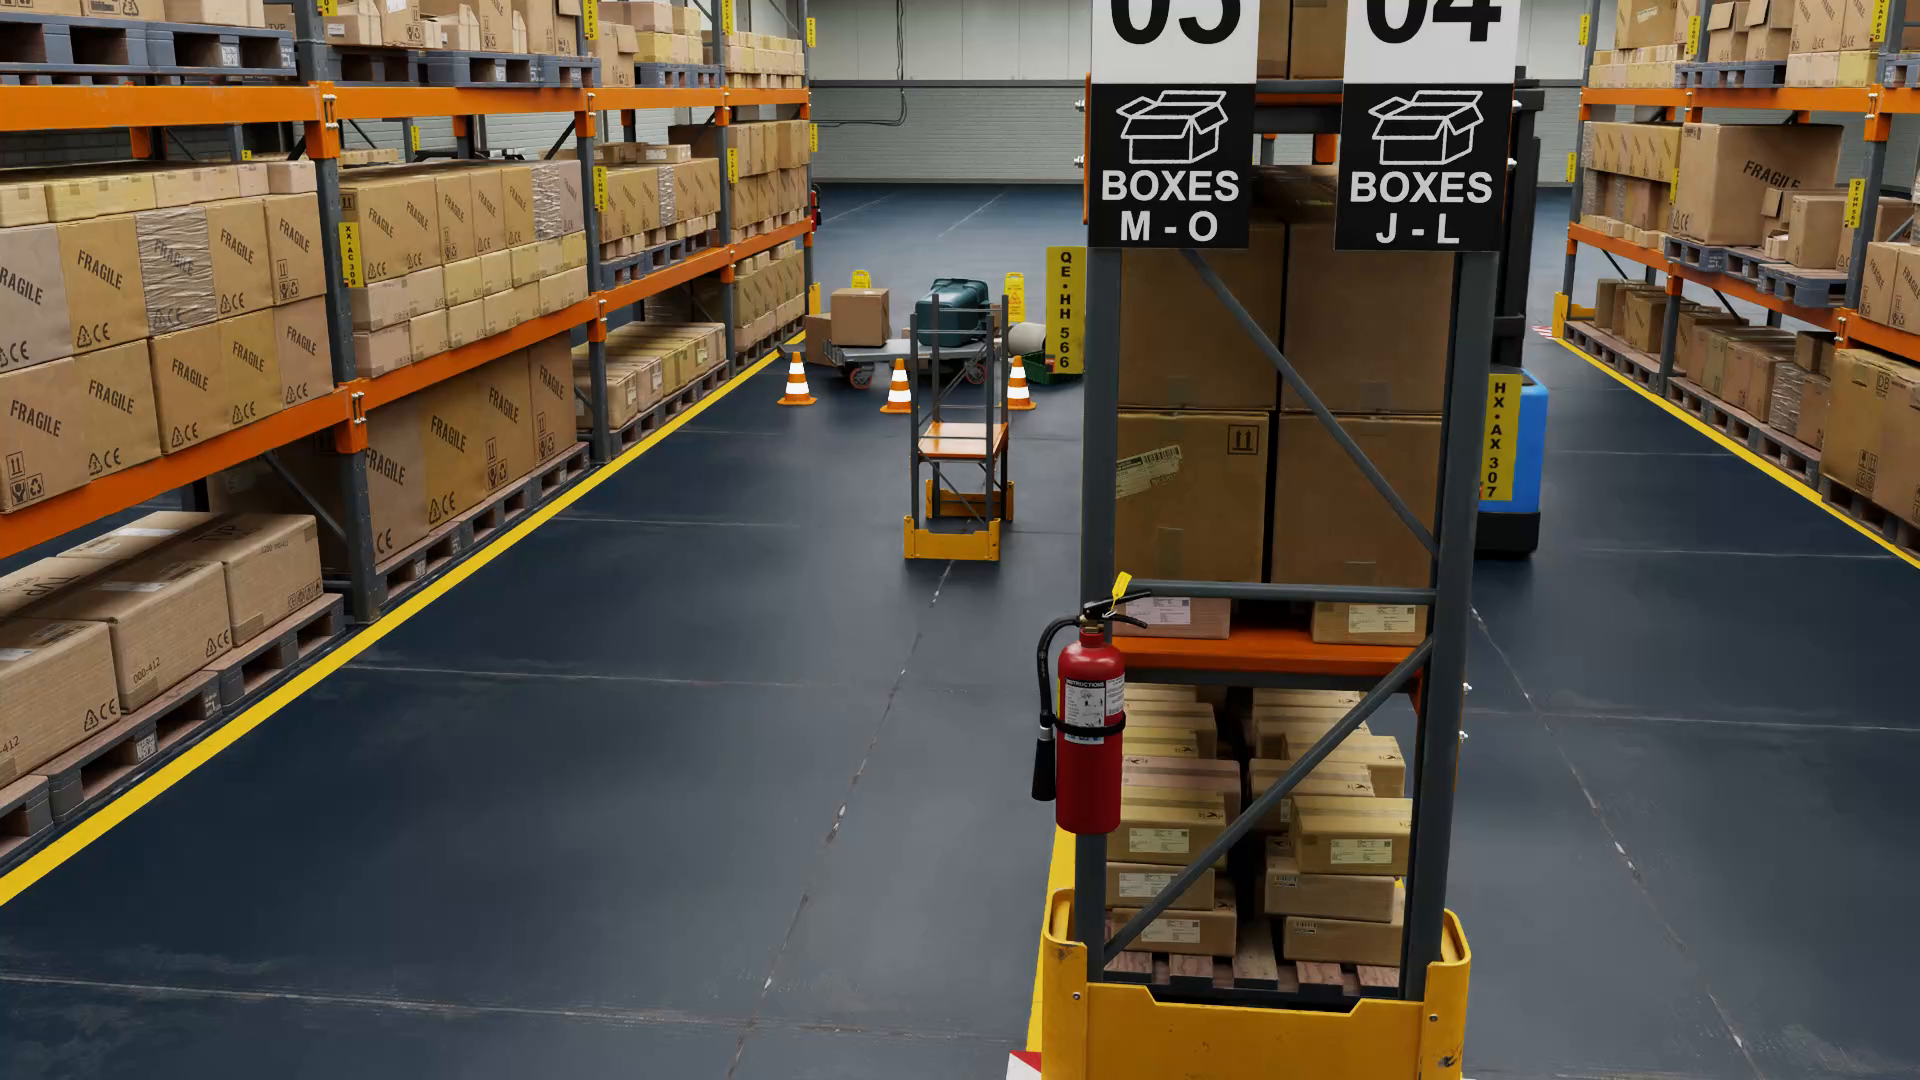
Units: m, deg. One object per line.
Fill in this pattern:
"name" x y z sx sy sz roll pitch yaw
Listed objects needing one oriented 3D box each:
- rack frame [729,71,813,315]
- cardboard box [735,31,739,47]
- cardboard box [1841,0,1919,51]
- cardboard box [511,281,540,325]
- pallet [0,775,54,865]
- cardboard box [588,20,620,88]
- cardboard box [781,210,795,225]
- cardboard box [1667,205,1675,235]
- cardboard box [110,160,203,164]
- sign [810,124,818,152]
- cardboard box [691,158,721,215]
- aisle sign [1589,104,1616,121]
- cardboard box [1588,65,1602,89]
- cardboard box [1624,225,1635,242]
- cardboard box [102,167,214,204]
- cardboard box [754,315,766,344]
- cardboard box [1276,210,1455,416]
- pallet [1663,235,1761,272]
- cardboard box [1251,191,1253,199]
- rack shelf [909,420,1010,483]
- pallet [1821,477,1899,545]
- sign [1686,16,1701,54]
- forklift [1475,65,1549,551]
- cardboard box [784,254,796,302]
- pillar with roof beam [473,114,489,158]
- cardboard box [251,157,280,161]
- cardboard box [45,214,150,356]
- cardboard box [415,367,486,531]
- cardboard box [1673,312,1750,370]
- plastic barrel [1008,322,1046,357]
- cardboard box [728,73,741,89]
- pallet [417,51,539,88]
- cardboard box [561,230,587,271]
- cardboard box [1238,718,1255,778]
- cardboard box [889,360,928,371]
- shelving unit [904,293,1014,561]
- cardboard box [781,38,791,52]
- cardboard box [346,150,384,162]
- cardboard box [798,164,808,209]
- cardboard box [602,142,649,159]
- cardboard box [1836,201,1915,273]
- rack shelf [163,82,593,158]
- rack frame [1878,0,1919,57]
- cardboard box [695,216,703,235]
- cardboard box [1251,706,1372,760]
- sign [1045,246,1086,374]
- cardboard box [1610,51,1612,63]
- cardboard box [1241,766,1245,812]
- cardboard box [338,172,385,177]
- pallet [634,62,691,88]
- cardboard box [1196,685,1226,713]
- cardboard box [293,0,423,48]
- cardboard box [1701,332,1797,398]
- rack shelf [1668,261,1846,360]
"rack frame" -2.304 -4.126 20.173 1.000 3.000 0.127 2 15 6
"cardboard box" -2.395 -4.940 16.393 0.380 0.149 0.250 2 15 8
"cardboard box" 6.445 -3.628 11.435 0.500 0.500 0.500 2 15 8
"cardboard box" -3.121 -1.577 11.033 0.500 0.250 0.500 2 15 6
"pallet" -4.097 1.161 5.966 1.003 0.211 1.213 2 15 6
"cardboard box" -3.090 -3.793 13.003 0.700 0.500 0.500 2 15 6
"cardboard box" -2.102 -3.699 19.075 0.380 0.149 0.250 2 15 7
"cardboard box" 7.203 -3.103 15.630 0.875 0.500 0.500 2 15 6
"cardboard box" -3.952 -1.783 8.160 0.380 0.149 0.250 1 15 5
"sign" -1.755 -4.816 19.901 0.100 0.325 0.005 2 15 6
"cardboard box" -2.580 -3.356 15.762 0.500 0.500 0.500 1 15 5
"aisle sign" 7.251 -5.114 18.846 0.394 0.787 0.004 2 15 6
"cardboard box" 7.231 -5.092 18.288 0.500 0.250 0.500 2 15 8
"cardboard box" 7.007 -3.128 16.965 0.380 0.149 0.250 2 15 6
"cardboard box" -3.563 -1.572 7.381 0.380 0.149 0.250 2 15 6
"cardboard box" -2.372 -2.247 17.690 0.500 0.250 0.500 3 15 9
"cardboard box" 1.135 -0.639 4.604 0.500 0.500 0.500 2 15 6
"pallet" 6.860 -2.510 14.565 1.003 0.211 1.213 2 15 6
"cardboard box" 0.731 -0.923 5.654 0.500 0.500 0.500 2 15 9
"rack shelf" 0.010 -0.572 10.595 0.538 0.185 1.000 2 15 6
"pallet" 6.476 -0.211 11.036 1.003 0.211 1.213 2 15 6
"sign" 6.551 -4.508 14.850 0.100 0.325 0.005 2 15 6
"forklift" 3.225 -1.682 11.267 1.130 2.935 3.031 2 15 8
"cardboard box" -2.191 -3.012 19.082 0.500 0.500 0.500 2 15 8
"pillar with roof beam" -3.256 -8.442 24.644 9.100 9.000 0.400 2 15 6
"cardboard box" -7.398 -3.949 17.517 0.380 0.149 0.250 1 15 5
"cardboard box" -3.615 -1.020 6.582 0.500 0.500 0.500 2 15 6
"cardboard box" -3.574 -0.588 10.356 0.875 0.875 0.875 2 15 8
"cardboard box" 7.176 -1.895 15.908 0.500 0.500 0.500 1 15 5
"plastic barrel" 0.778 -2.064 17.486 0.421 0.421 0.512 -14 20 -42
"cardboard box" -2.389 -4.555 16.495 0.380 0.149 0.250 2 15 6
"pallet" -3.350 -2.949 10.437 1.003 0.211 1.213 2 15 9
"cardboard box" -3.009 -2.087 11.962 0.500 0.250 0.500 2 15 6
"cardboard box" 1.233 0.775 6.137 0.380 0.149 0.250 1 15 4
"cardboard box" -0.531 -1.917 17.241 0.258 0.266 0.396 -10 18 -32
"shelving unit" 0.009 -0.744 10.539 0.587 1.500 1.083 2 15 6
"cardboard box" -2.127 -5.608 18.864 0.380 0.149 0.250 2 15 6
"cardboard box" -7.067 -4.543 19.713 0.380 0.149 0.250 2 15 8
"cardboard box" -2.092 -4.169 19.571 0.500 0.500 0.500 1 15 5
"cardboard box" -3.160 -3.684 15.732 0.380 0.149 0.250 2 15 6
"cardboard box" 6.661 -2.151 11.875 0.500 0.500 0.500 0 15 -1
"rack shelf" -3.433 -2.633 10.284 1.077 0.370 4.000 2 15 6
"rack frame" 6.640 -4.655 10.637 1.000 3.000 0.127 2 15 6
"cardboard box" -2.580 -2.892 15.289 0.380 0.149 0.250 1 15 5
"cardboard box" 1.230 0.701 5.842 0.380 0.149 0.250 1 15 4
"sign" 0.271 -0.589 4.272 0.100 0.325 0.005 2 15 6
"cardboard box" 7.250 -5.204 17.937 0.380 0.149 0.250 1 15 5
"cardboard box" 1.238 0.924 6.156 0.380 0.149 0.250 2 15 6
"cardboard box" -3.730 -1.933 9.957 0.500 0.500 0.500 2 15 8
"pallet" -3.045 -4.020 14.394 1.213 0.211 1.003 2 15 6
"cardboard box" 0.824 0.549 6.402 0.380 0.149 0.250 1 15 4
"cardboard box" -3.271 -2.932 9.018 0.500 0.500 0.500 1 15 5
"cardboard box" 6.928 -1.520 14.484 0.700 0.500 0.500 2 15 6
"rack shelf" 6.865 -1.930 13.433 1.077 0.370 4.000 2 15 6
